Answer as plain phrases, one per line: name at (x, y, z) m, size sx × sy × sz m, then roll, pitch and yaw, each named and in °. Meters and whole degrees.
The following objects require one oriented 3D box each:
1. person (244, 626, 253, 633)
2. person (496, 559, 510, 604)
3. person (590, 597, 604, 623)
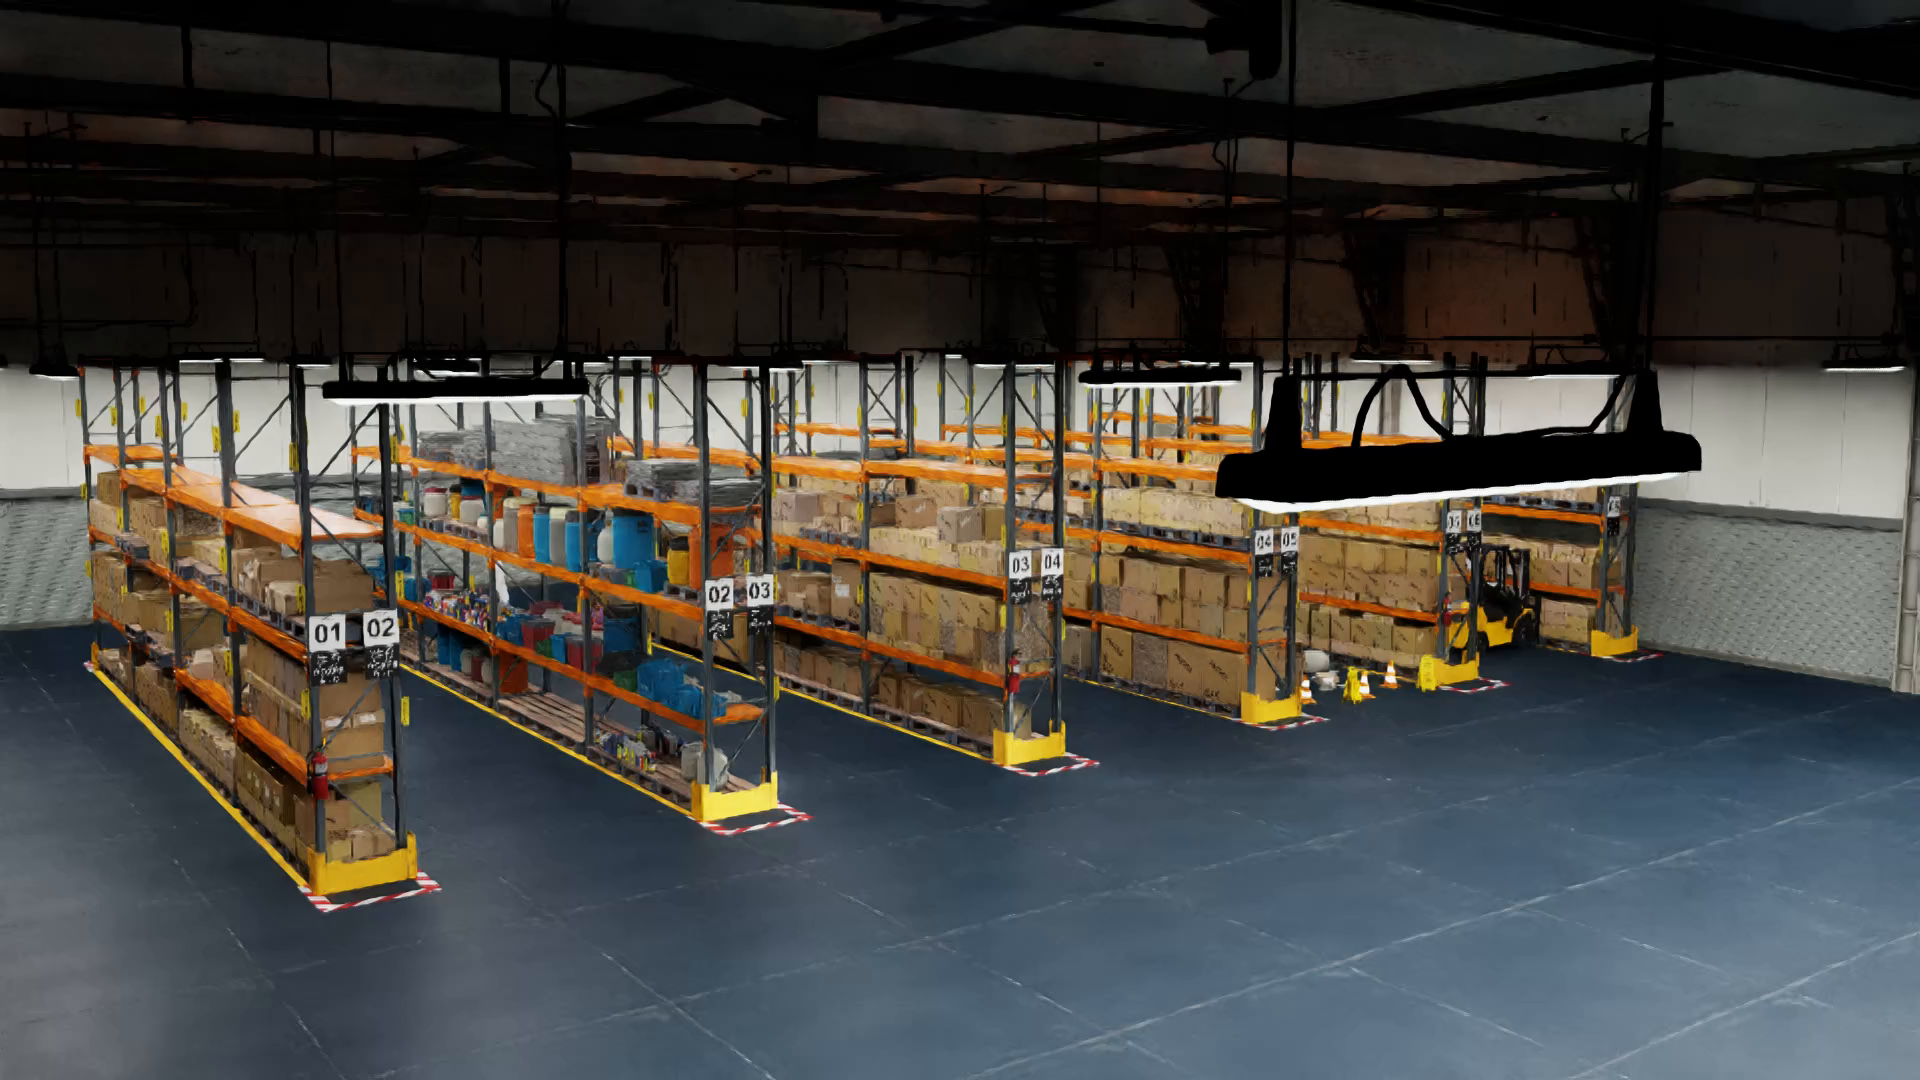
person at (-13.380, 1.621, 31.881) m, size 0.589 × 1.716 × 1.043 m, roll -5°, pitch 9°, yaw -36°
person at (-9.950, 1.096, 35.712) m, size 0.629 × 1.757 × 0.698 m, roll -3°, pitch 8°, yaw -24°
person at (-6.810, 1.802, 31.078) m, size 0.417 × 1.517 × 1.037 m, roll -4°, pitch 8°, yaw -32°
